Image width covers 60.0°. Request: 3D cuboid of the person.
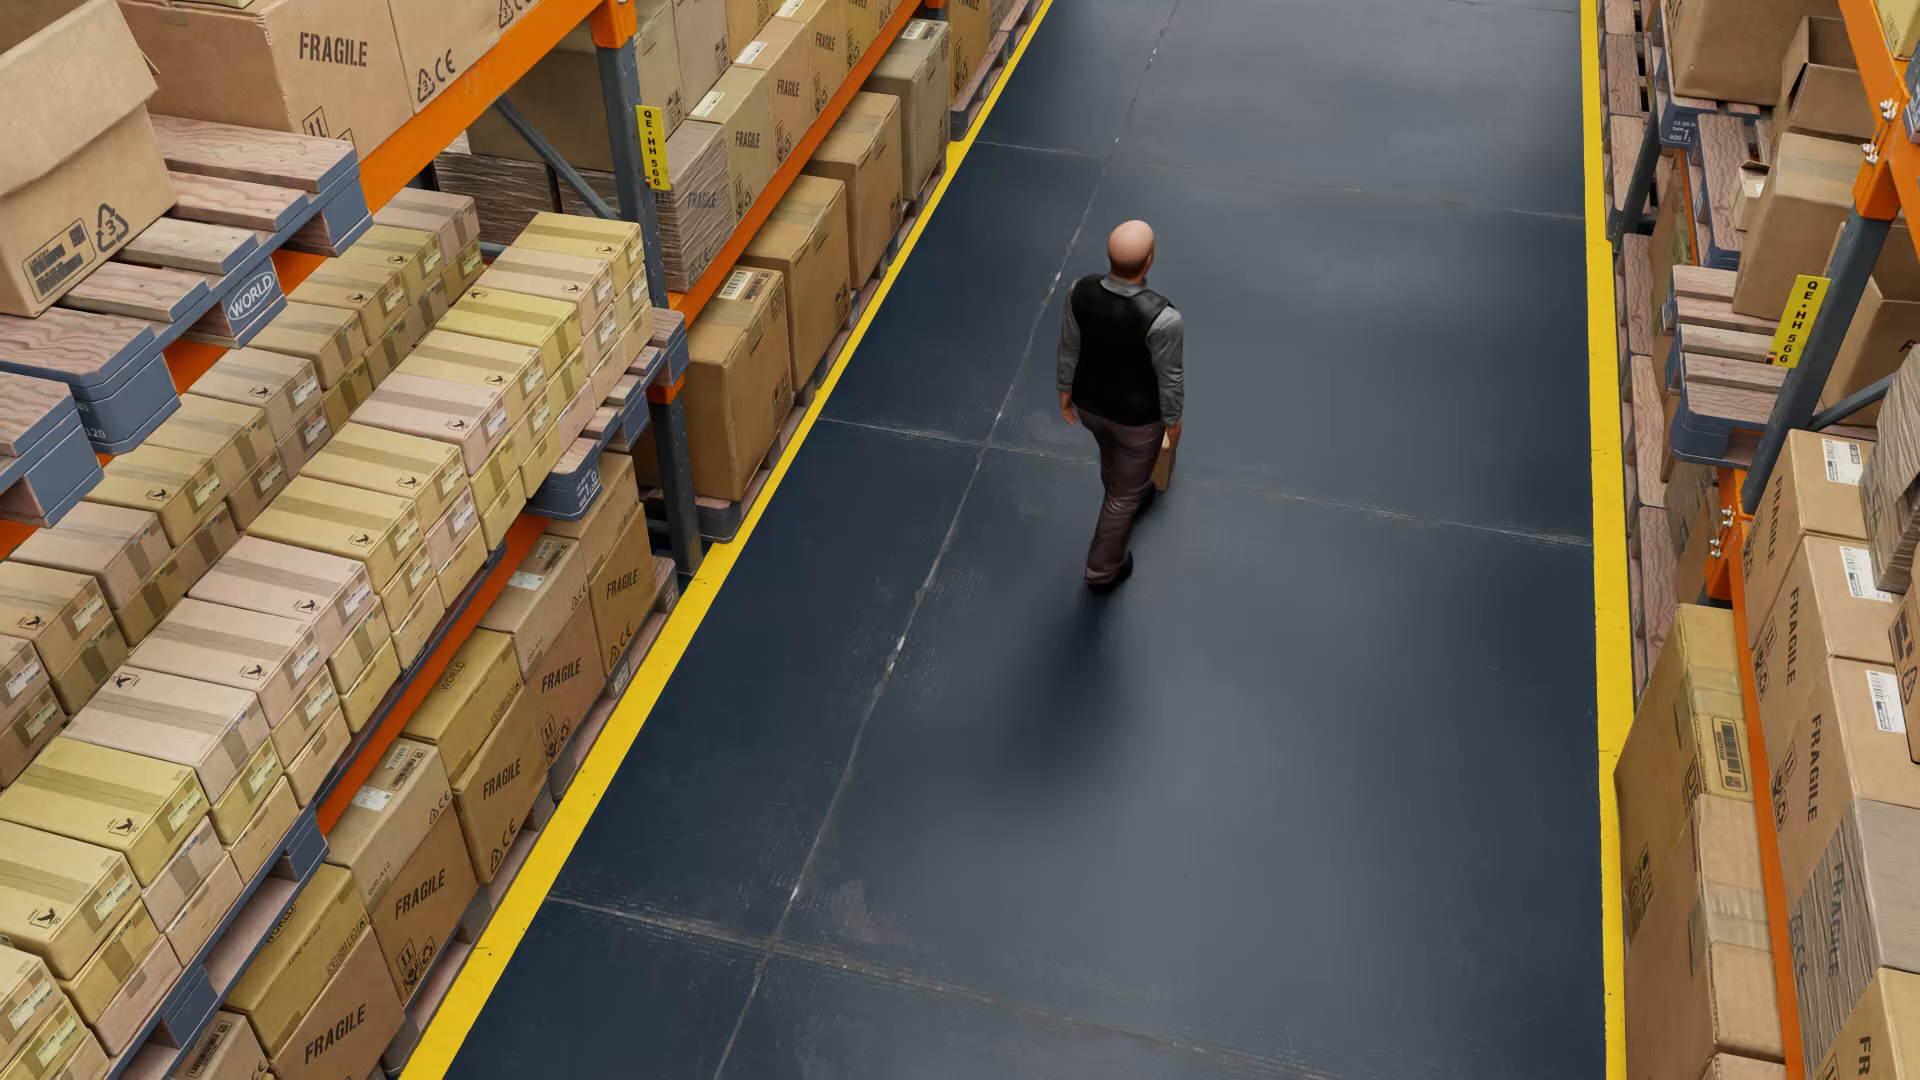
[{"bbox_3d":[0.747,-0.618,6.879,0.548,1.708,0.764,28,48,28],"label":"person"}]
